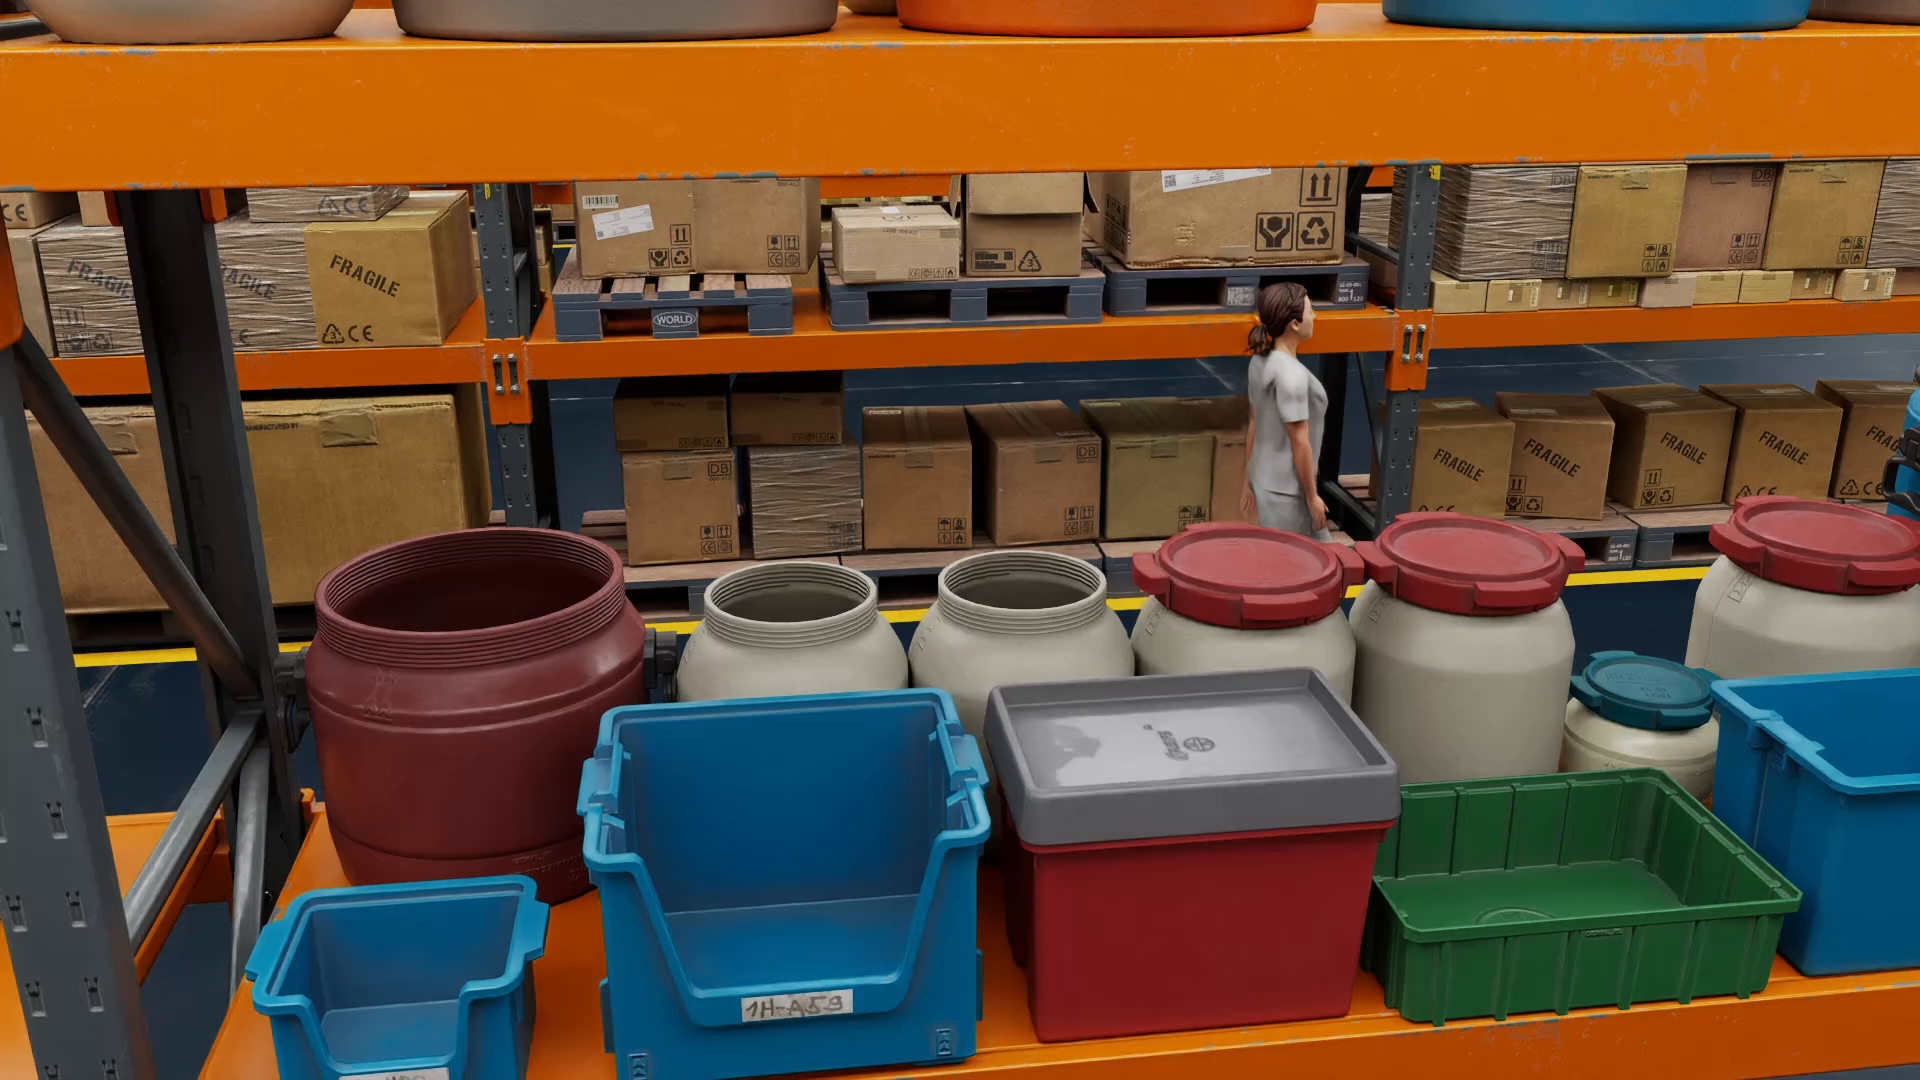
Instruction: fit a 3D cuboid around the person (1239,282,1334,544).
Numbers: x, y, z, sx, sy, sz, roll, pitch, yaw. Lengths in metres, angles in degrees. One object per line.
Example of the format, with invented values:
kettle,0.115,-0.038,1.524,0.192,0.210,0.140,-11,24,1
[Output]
person,1.245,-0.218,6.644,0.872,1.635,0.438,-1,20,-3
